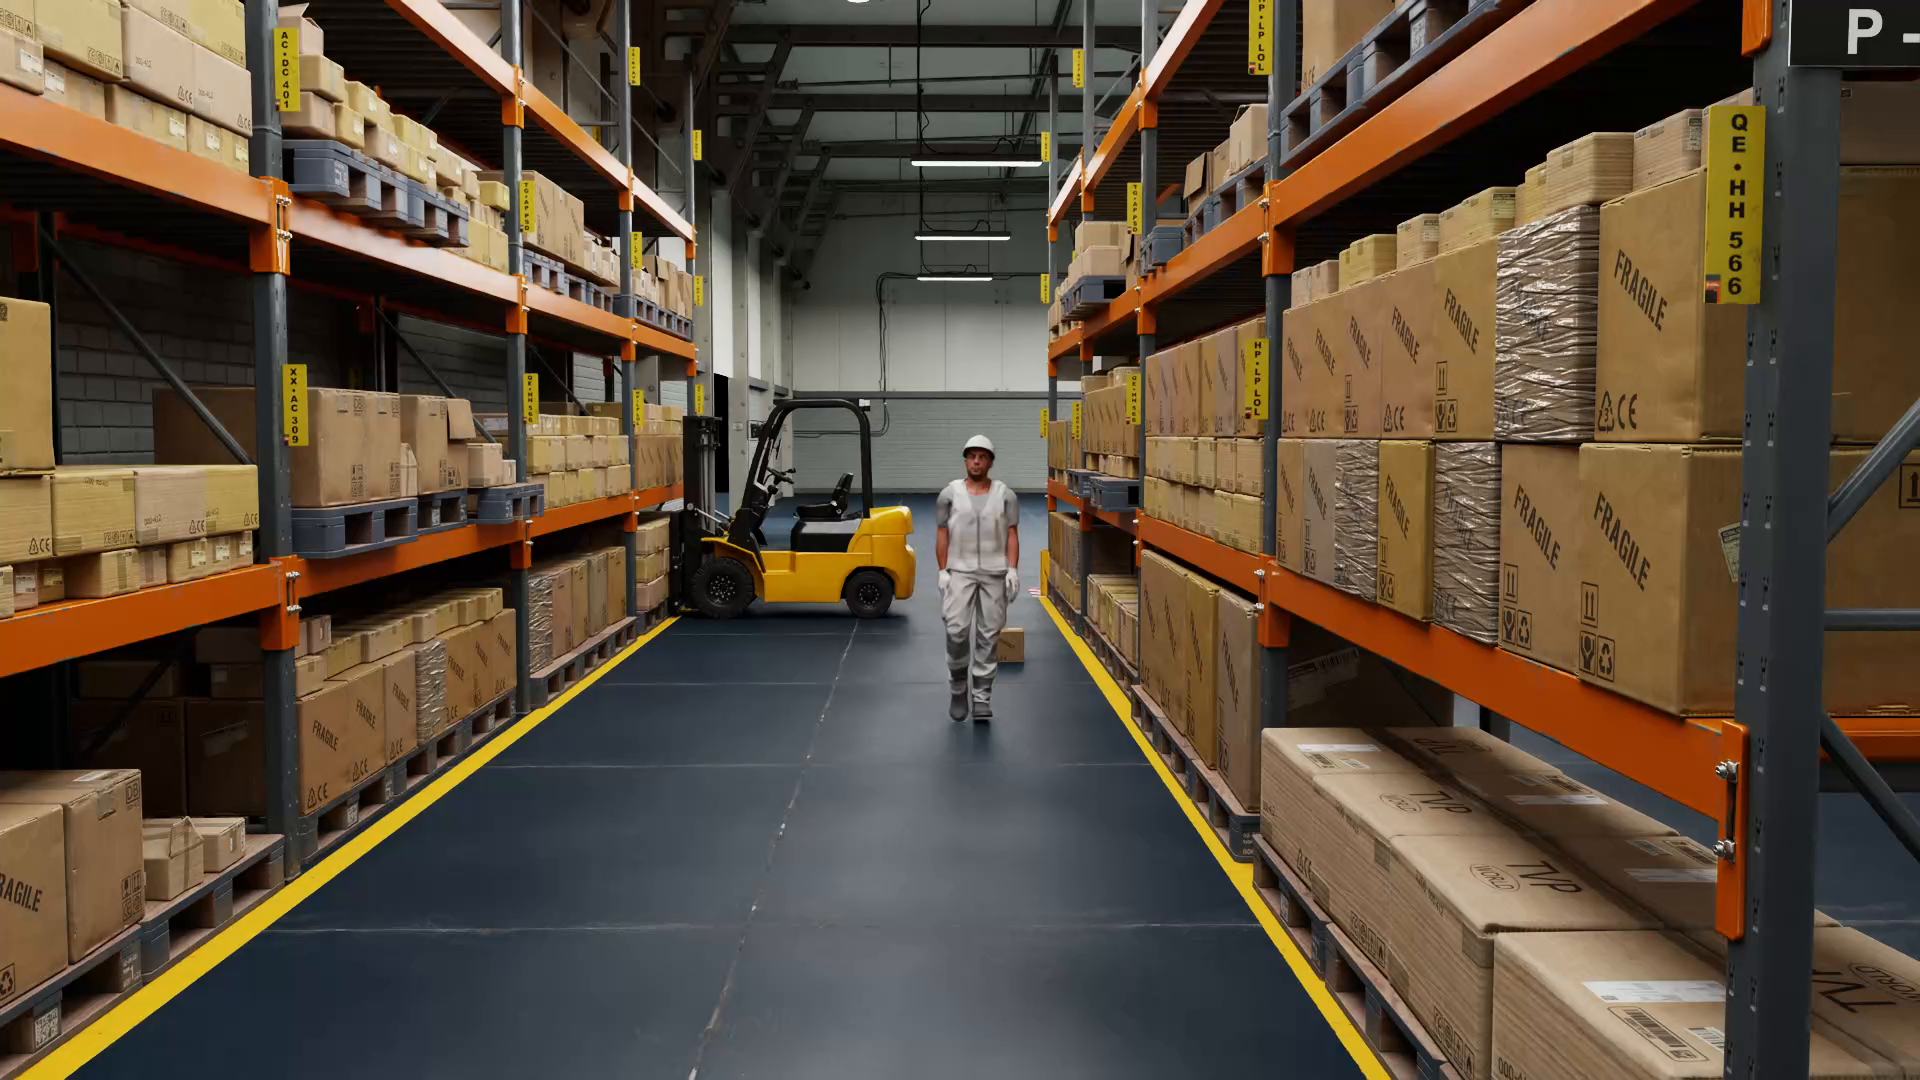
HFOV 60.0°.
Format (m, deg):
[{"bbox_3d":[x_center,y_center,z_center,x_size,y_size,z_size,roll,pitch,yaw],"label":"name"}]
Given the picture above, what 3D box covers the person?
[{"bbox_3d":[0.119,0.245,10.429,0.525,1.806,0.448,0,4,-4],"label":"person"}]
